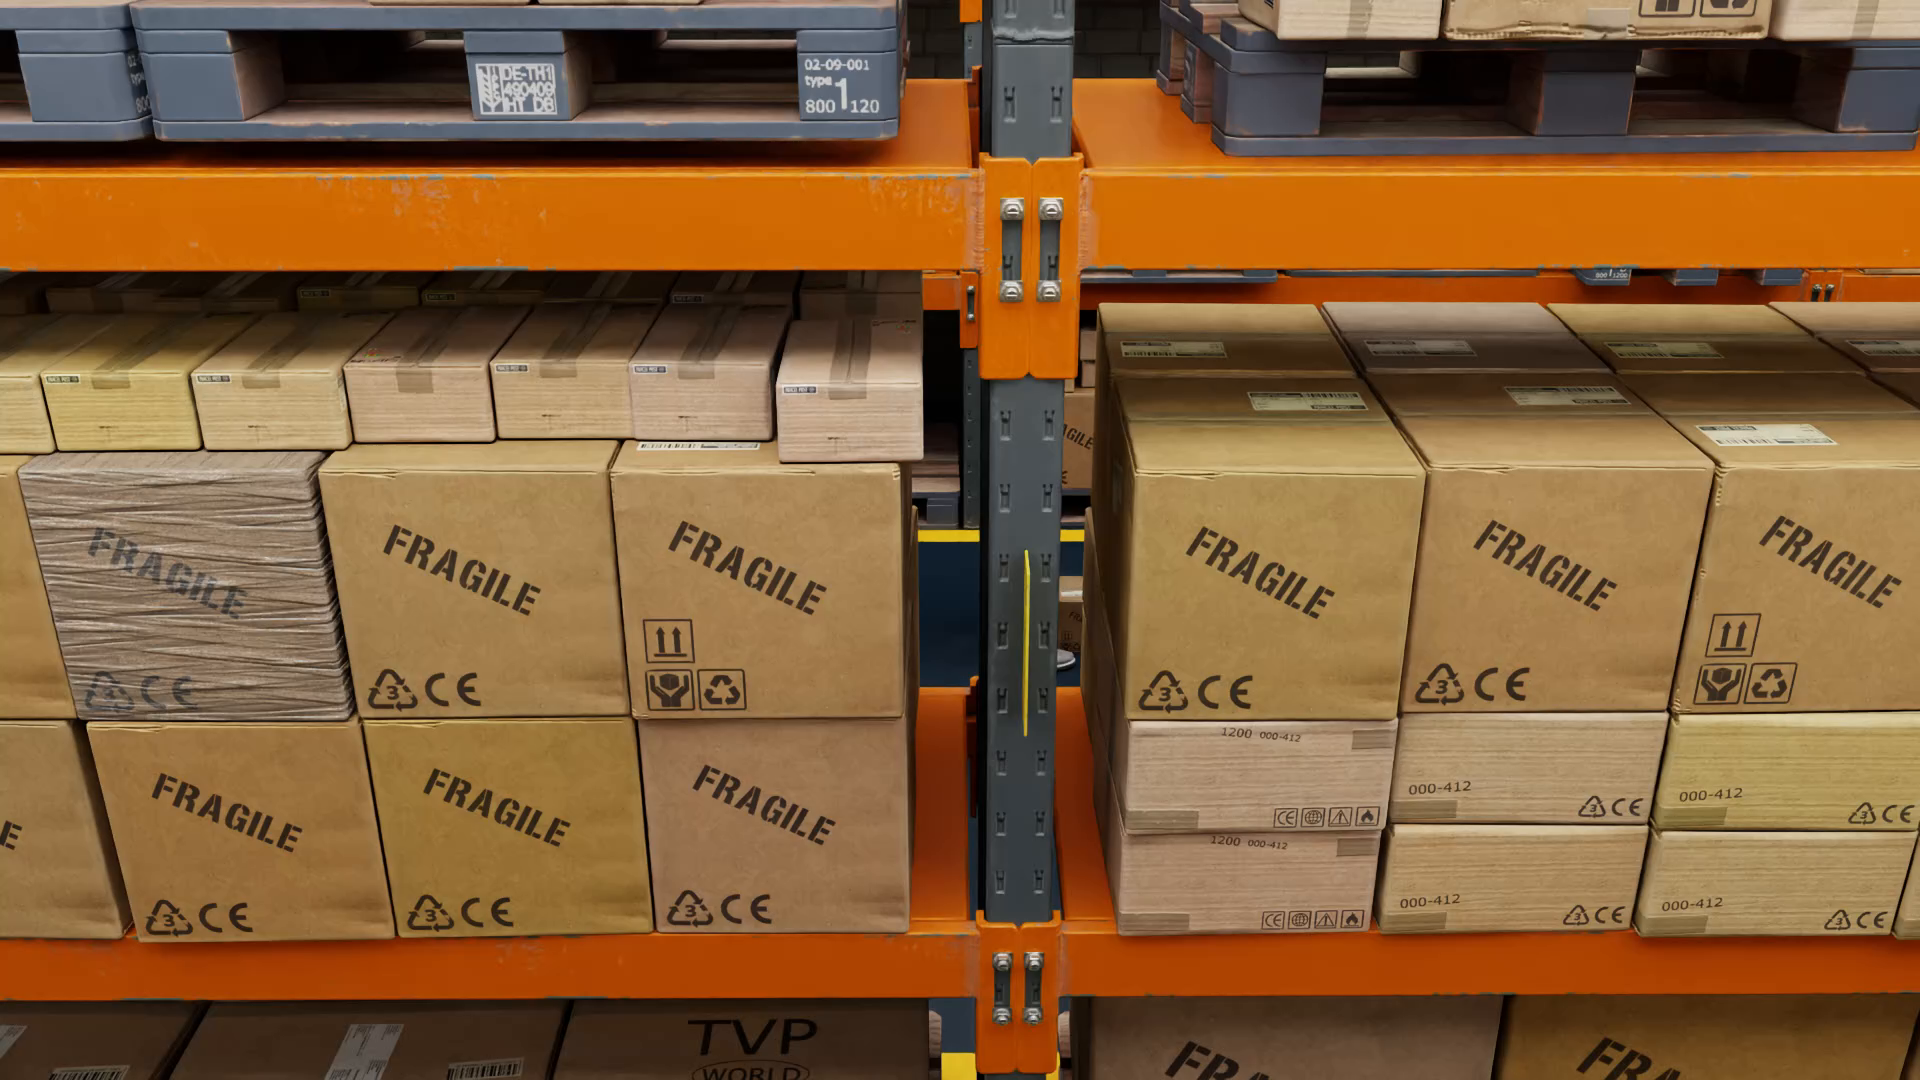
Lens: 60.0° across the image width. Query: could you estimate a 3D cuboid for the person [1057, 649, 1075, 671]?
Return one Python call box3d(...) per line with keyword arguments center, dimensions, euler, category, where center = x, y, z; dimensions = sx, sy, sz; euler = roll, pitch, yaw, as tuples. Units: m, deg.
box3d(center=(0.289, -0.351, 6.910), dimensions=(0.401, 1.725, 0.597), euler=(-2, 24, -3), category="person")
